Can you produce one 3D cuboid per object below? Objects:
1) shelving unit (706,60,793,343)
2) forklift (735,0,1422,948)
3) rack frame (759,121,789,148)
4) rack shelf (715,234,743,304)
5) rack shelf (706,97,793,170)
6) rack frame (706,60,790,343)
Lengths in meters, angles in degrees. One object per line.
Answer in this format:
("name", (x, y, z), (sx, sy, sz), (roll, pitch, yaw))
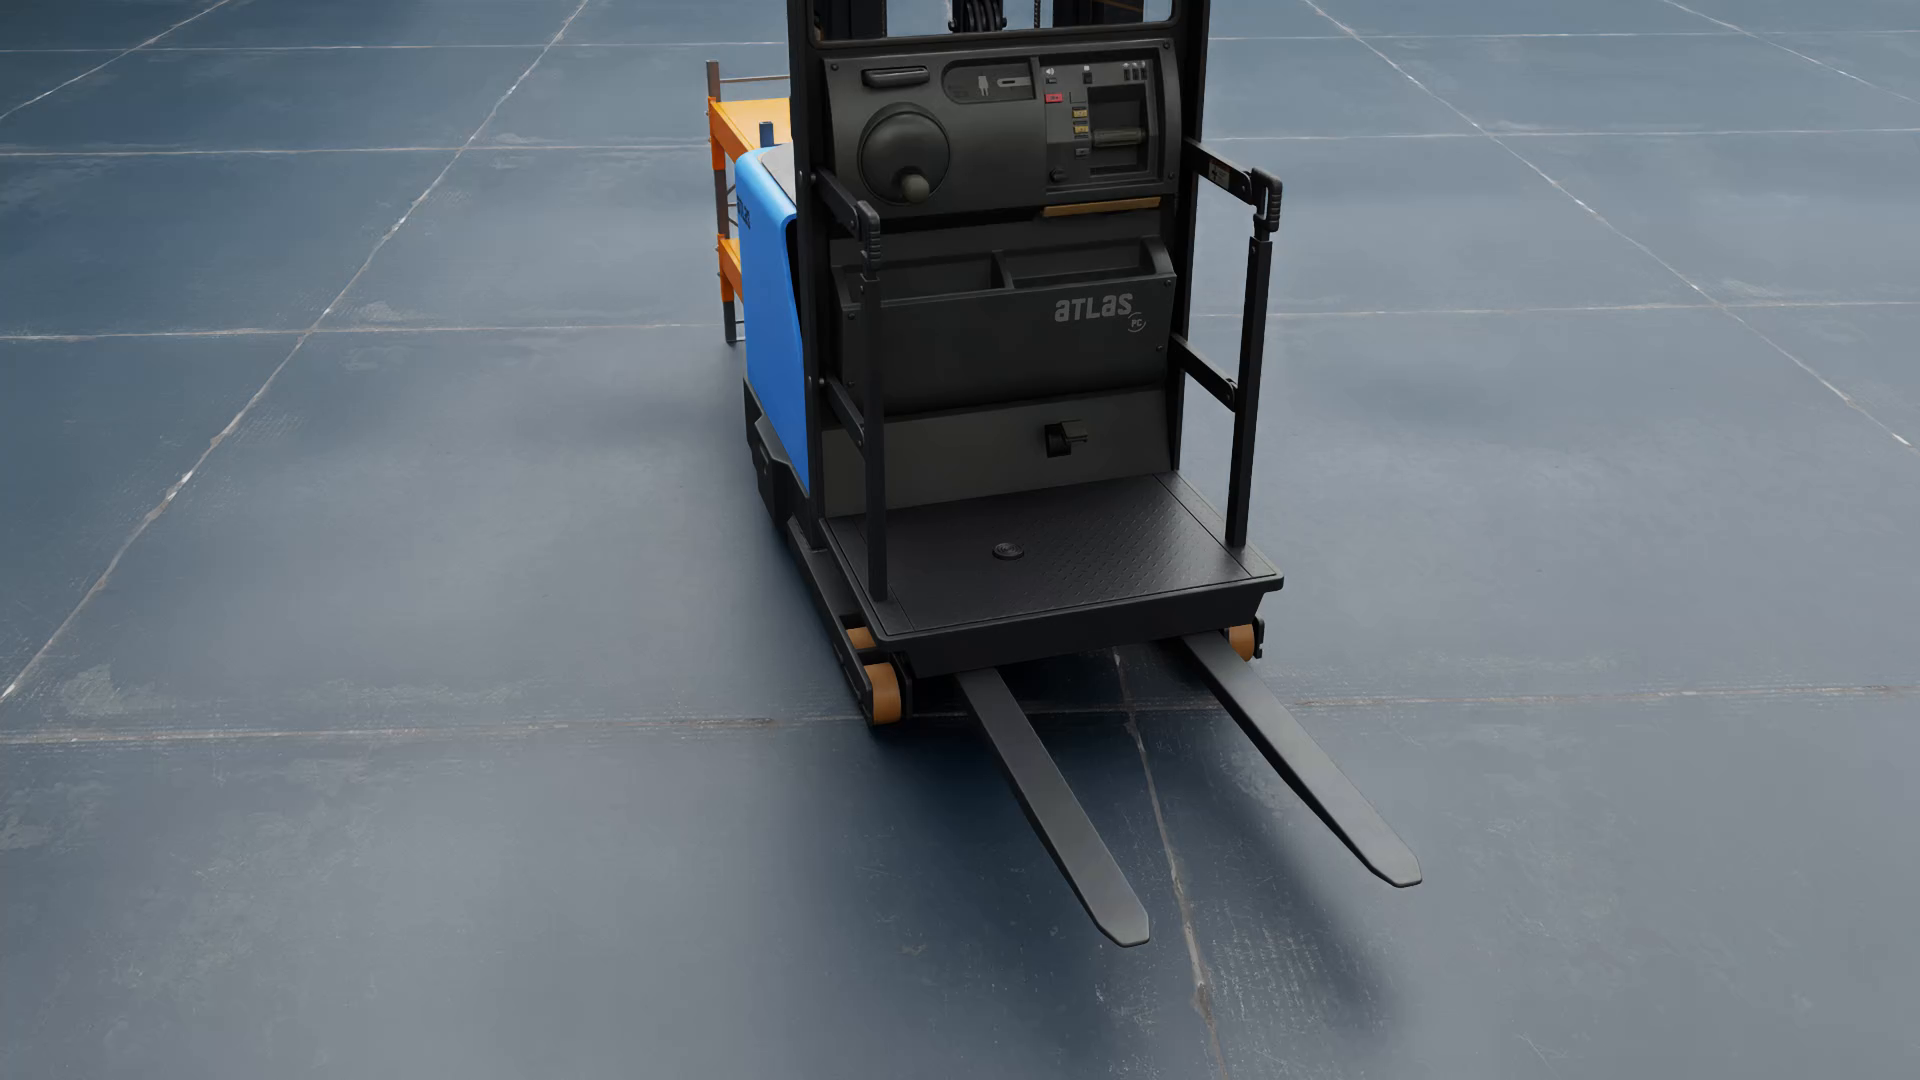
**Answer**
("shelving unit", (-0.568, -1.123, 6.186), (0.538, 1.125, 1.048), (-8, 29, -15))
("forklift", (0.186, -1.022, 4.041), (1.130, 2.935, 3.031), (-8, 29, -15))
("rack frame", (-0.416, -0.898, 5.756), (0.500, 1.125, 0.032), (-8, 29, -15))
("rack shelf", (-0.568, -0.906, 6.299), (0.538, 0.278, 1.000), (-8, 29, -15))
("rack shelf", (-0.568, -1.382, 6.051), (0.538, 0.278, 1.000), (-8, 29, -15))
("rack frame", (-0.720, -1.347, 6.616), (0.500, 1.125, 0.032), (-8, 29, -15))
